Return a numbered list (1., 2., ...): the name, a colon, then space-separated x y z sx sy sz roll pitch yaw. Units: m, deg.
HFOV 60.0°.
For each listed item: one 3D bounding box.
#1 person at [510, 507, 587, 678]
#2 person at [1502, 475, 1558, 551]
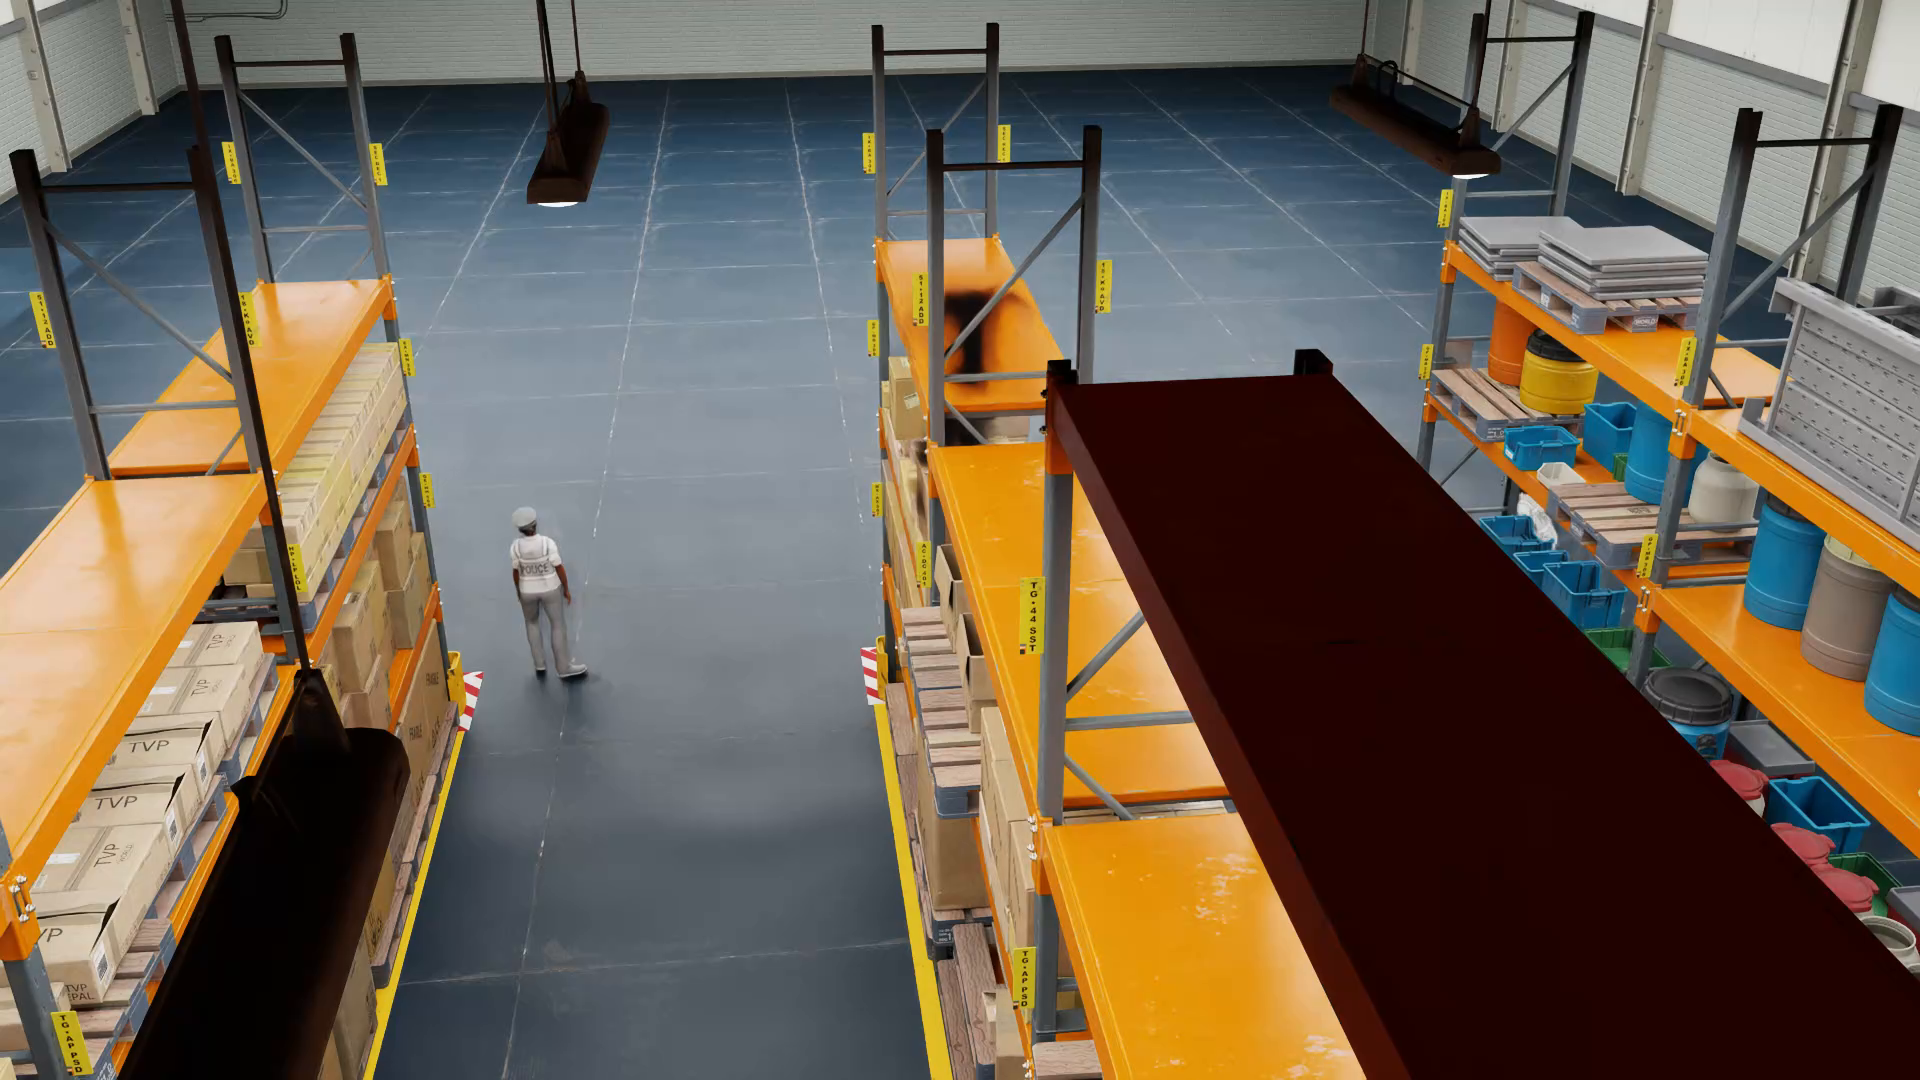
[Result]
1. person: -3.864 0.517 15.554 0.597 1.702 0.448 -3 26 -6
2. person: 5.718 0.037 16.702 0.765 1.499 0.651 13 28 25
